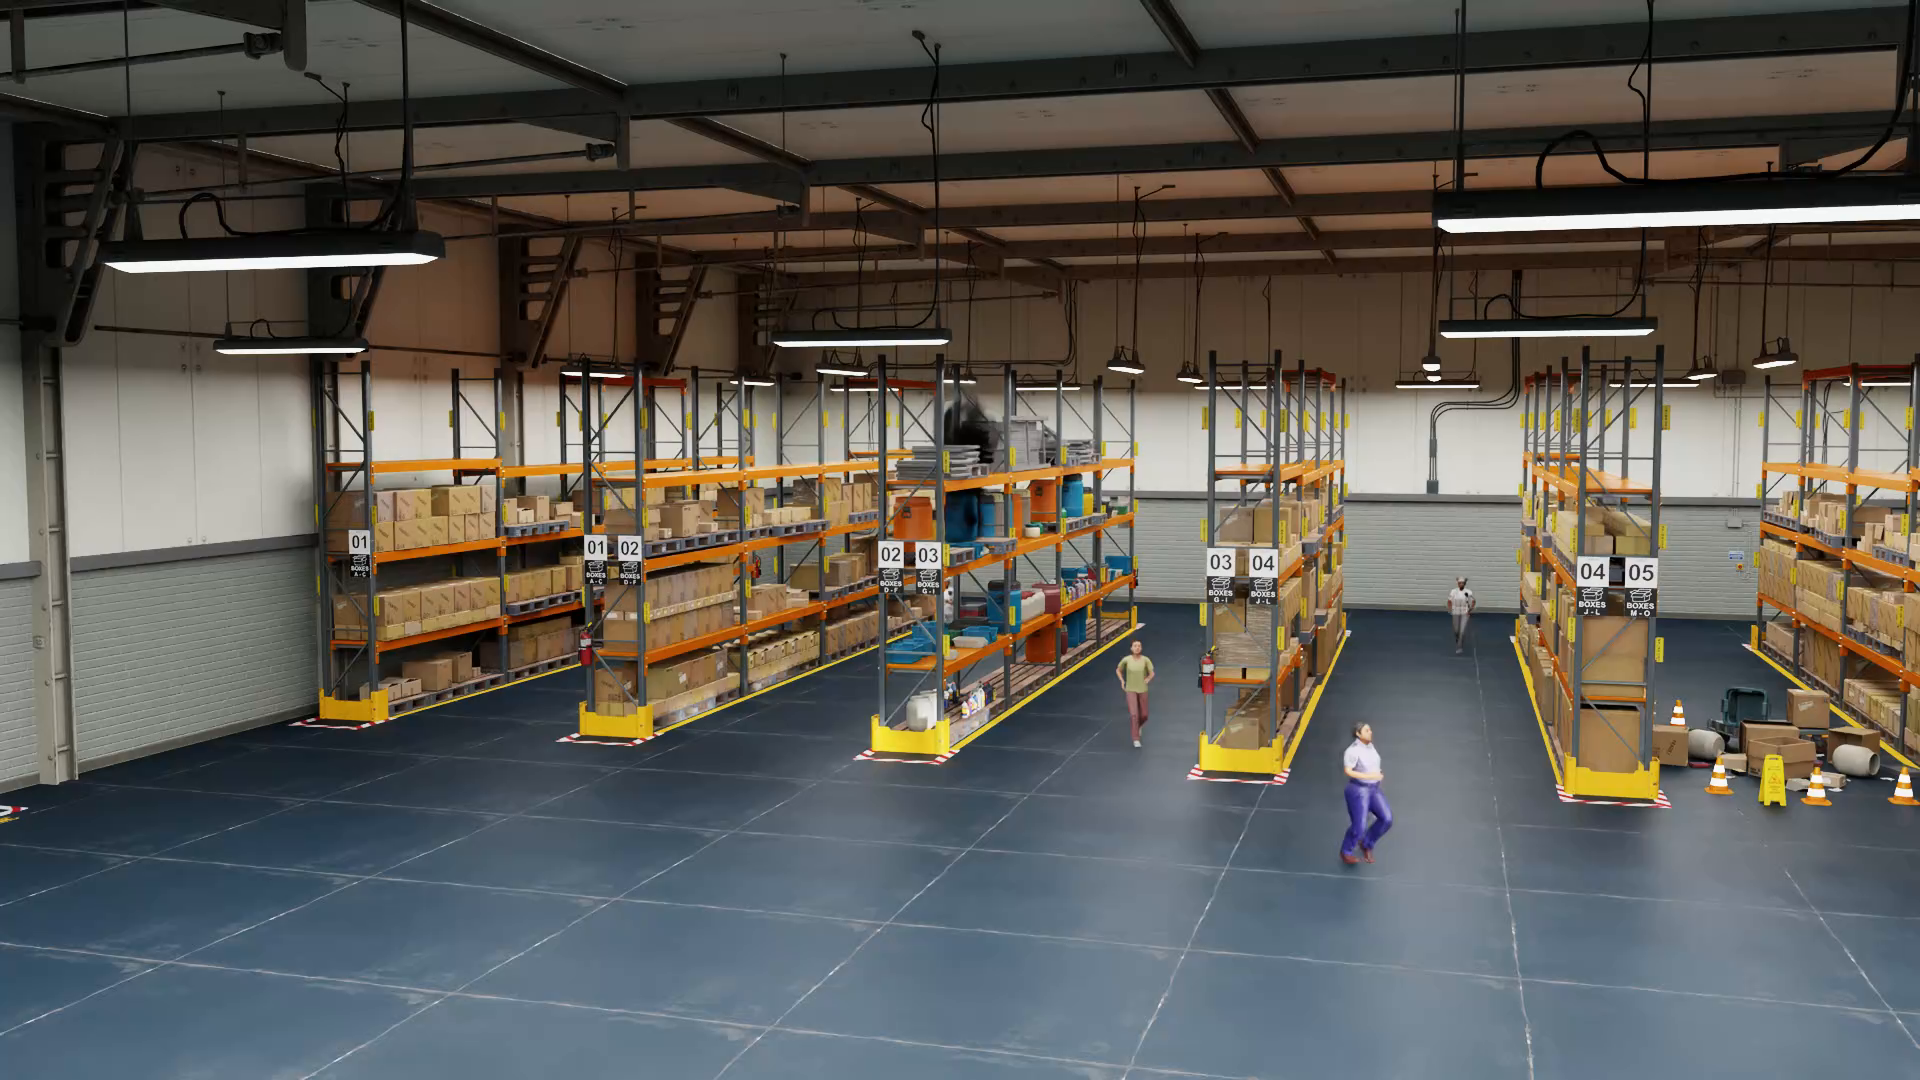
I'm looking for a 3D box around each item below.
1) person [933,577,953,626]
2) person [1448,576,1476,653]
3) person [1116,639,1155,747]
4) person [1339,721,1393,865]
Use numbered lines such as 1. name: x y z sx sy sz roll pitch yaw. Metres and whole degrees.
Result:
1. person: -0.309 1.617 35.659 0.589 1.708 0.846 0 4 3
2. person: 10.898 1.609 36.155 0.584 1.667 0.652 1 4 20
3. person: 2.720 2.345 25.748 0.588 1.632 0.793 0 4 -2
4. person: 4.540 2.851 18.675 0.667 1.641 0.604 -4 5 -41
